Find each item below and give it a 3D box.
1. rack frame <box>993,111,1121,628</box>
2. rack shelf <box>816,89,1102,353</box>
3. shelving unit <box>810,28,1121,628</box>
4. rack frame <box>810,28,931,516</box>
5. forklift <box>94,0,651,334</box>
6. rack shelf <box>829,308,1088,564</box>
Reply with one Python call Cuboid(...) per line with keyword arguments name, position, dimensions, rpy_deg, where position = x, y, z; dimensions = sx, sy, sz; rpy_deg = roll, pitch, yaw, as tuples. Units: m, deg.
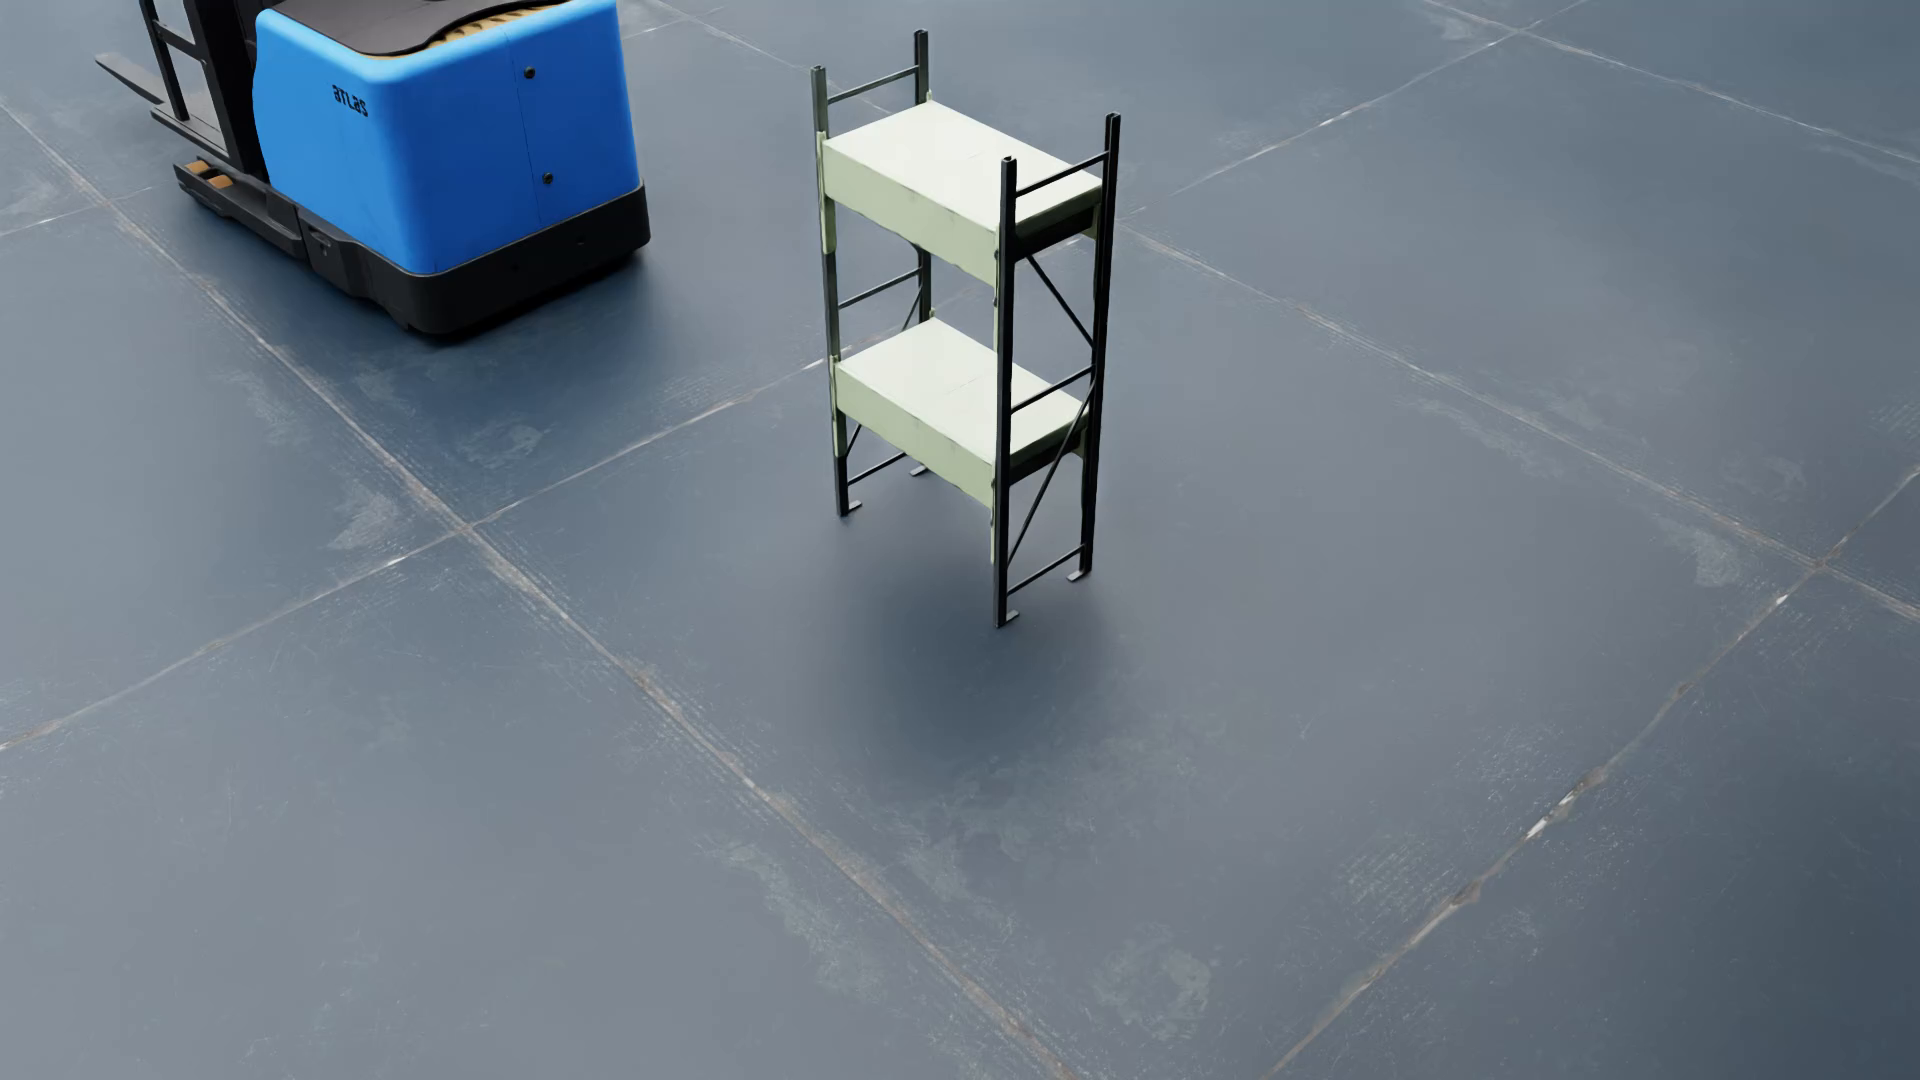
Cuboid(name="rack frame", position=(0.252, -0.411, 4.565), dimensions=(0.400, 1.500, 0.023), rpy_deg=(-30, 48, -32))
Cuboid(name="rack shelf", position=(0.005, -0.884, 4.530), dimensions=(0.431, 0.370, 0.720), rpy_deg=(-30, 48, -32))
Cuboid(name="shelving unit", position=(0.005, -0.580, 4.775), dimensions=(0.431, 1.500, 0.755), rpy_deg=(-30, 48, -32))
Cuboid(name="rack frame", position=(-0.243, -0.750, 4.985), dimensions=(0.400, 1.500, 0.023), rpy_deg=(-30, 48, -32))
Cuboid(name="forklift", position=(-2.652, -2.698, 6.258), dimensions=(3.031, 2.935, 1.130), rpy_deg=(30, 48, 32))
Cuboid(name="rack shelf", position=(0.005, -0.327, 4.980), dimensions=(0.431, 0.370, 0.720), rpy_deg=(-30, 48, -32))
